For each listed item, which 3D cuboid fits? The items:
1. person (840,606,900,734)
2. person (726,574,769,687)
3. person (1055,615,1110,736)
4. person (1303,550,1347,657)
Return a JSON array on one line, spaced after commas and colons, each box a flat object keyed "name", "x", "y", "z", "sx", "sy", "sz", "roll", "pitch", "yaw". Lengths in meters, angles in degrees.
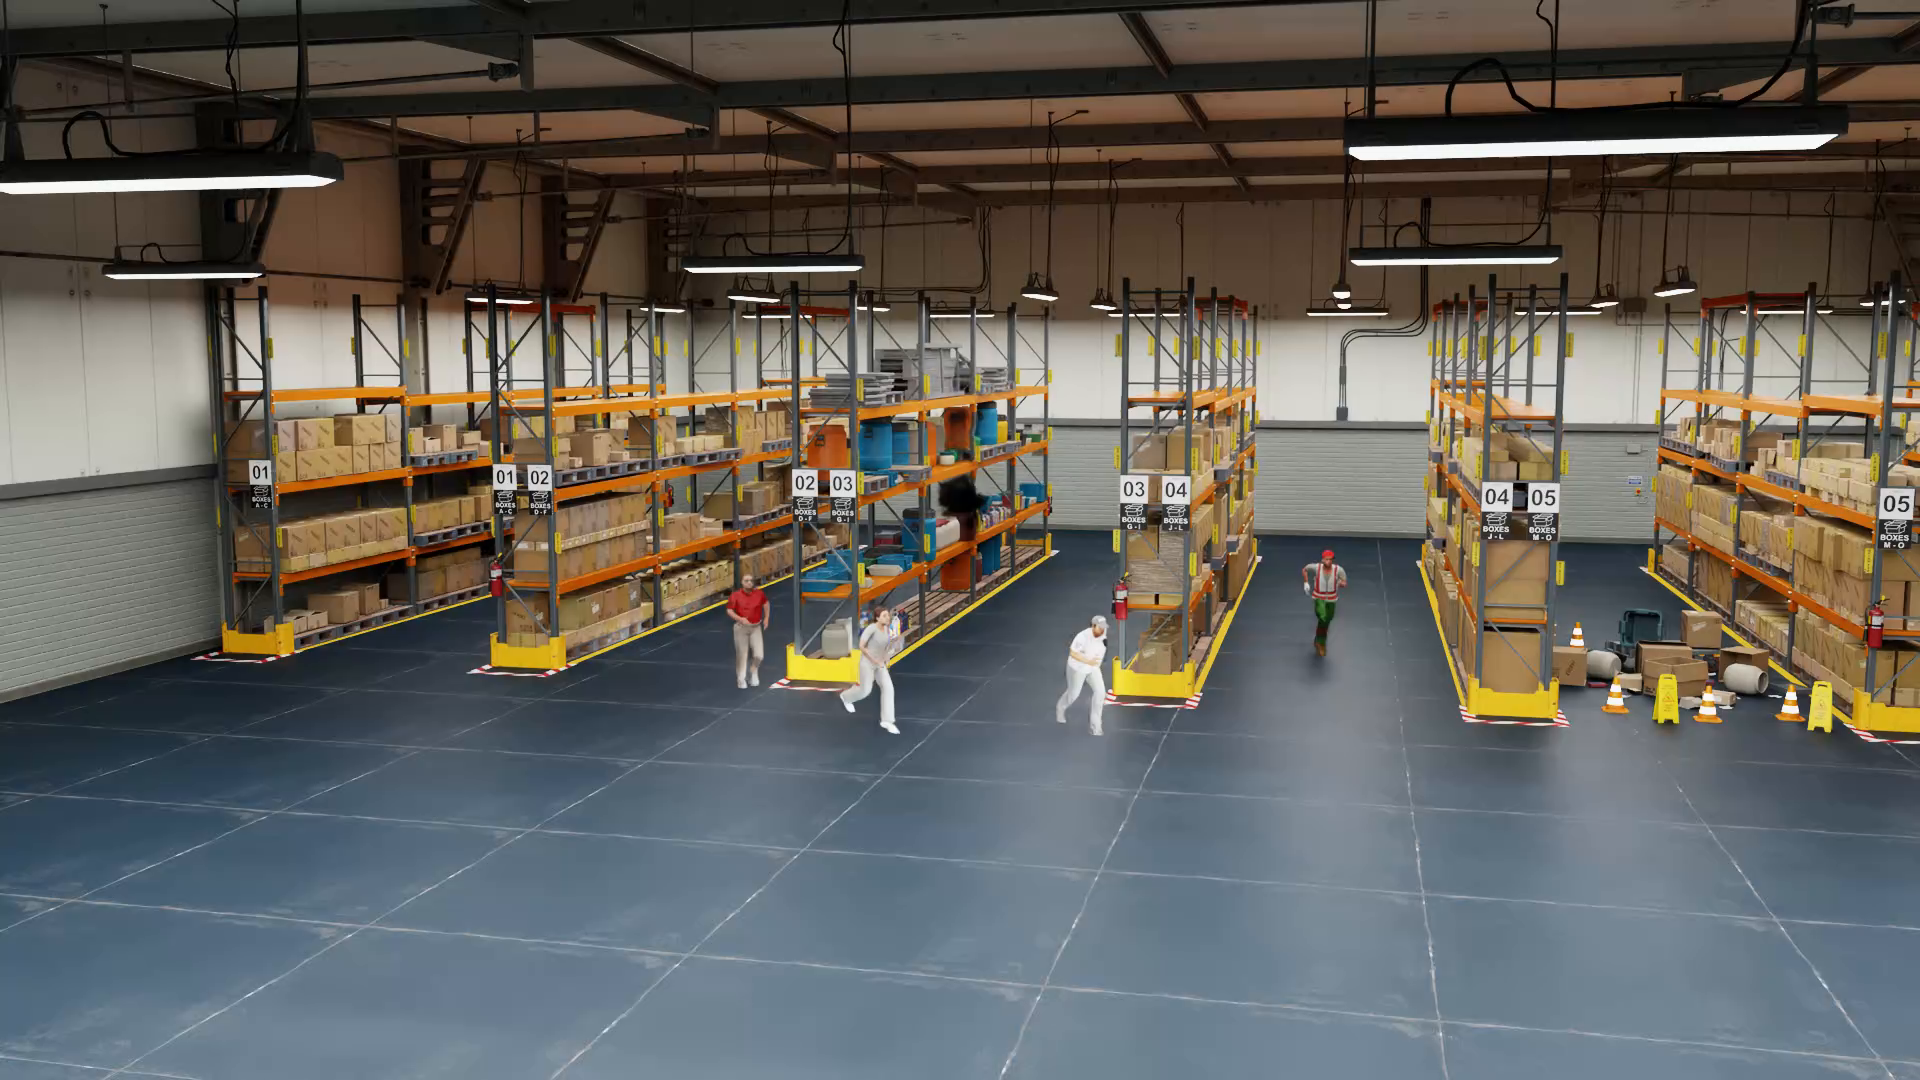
[{"name": "person", "x": -1.186, "y": 1.681, "z": 21.993, "sx": 1.059, "sy": 1.657, "sz": 0.563, "roll": 6, "pitch": 9, "yaw": 41}, {"name": "person", "x": -3.098, "y": 1.350, "z": 24.567, "sx": 0.693, "sy": 1.719, "sz": 0.665, "roll": -3, "pitch": 7, "yaw": -22}, {"name": "person", "x": 1.616, "y": 1.748, "z": 21.843, "sx": 0.649, "sy": 1.627, "sz": 1.032, "roll": -5, "pitch": 8, "yaw": -35}, {"name": "person", "x": 5.965, "y": 1.008, "z": 27.233, "sx": 0.645, "sy": 1.755, "sz": 0.947, "roll": 0, "pitch": 7, "yaw": -4}]
